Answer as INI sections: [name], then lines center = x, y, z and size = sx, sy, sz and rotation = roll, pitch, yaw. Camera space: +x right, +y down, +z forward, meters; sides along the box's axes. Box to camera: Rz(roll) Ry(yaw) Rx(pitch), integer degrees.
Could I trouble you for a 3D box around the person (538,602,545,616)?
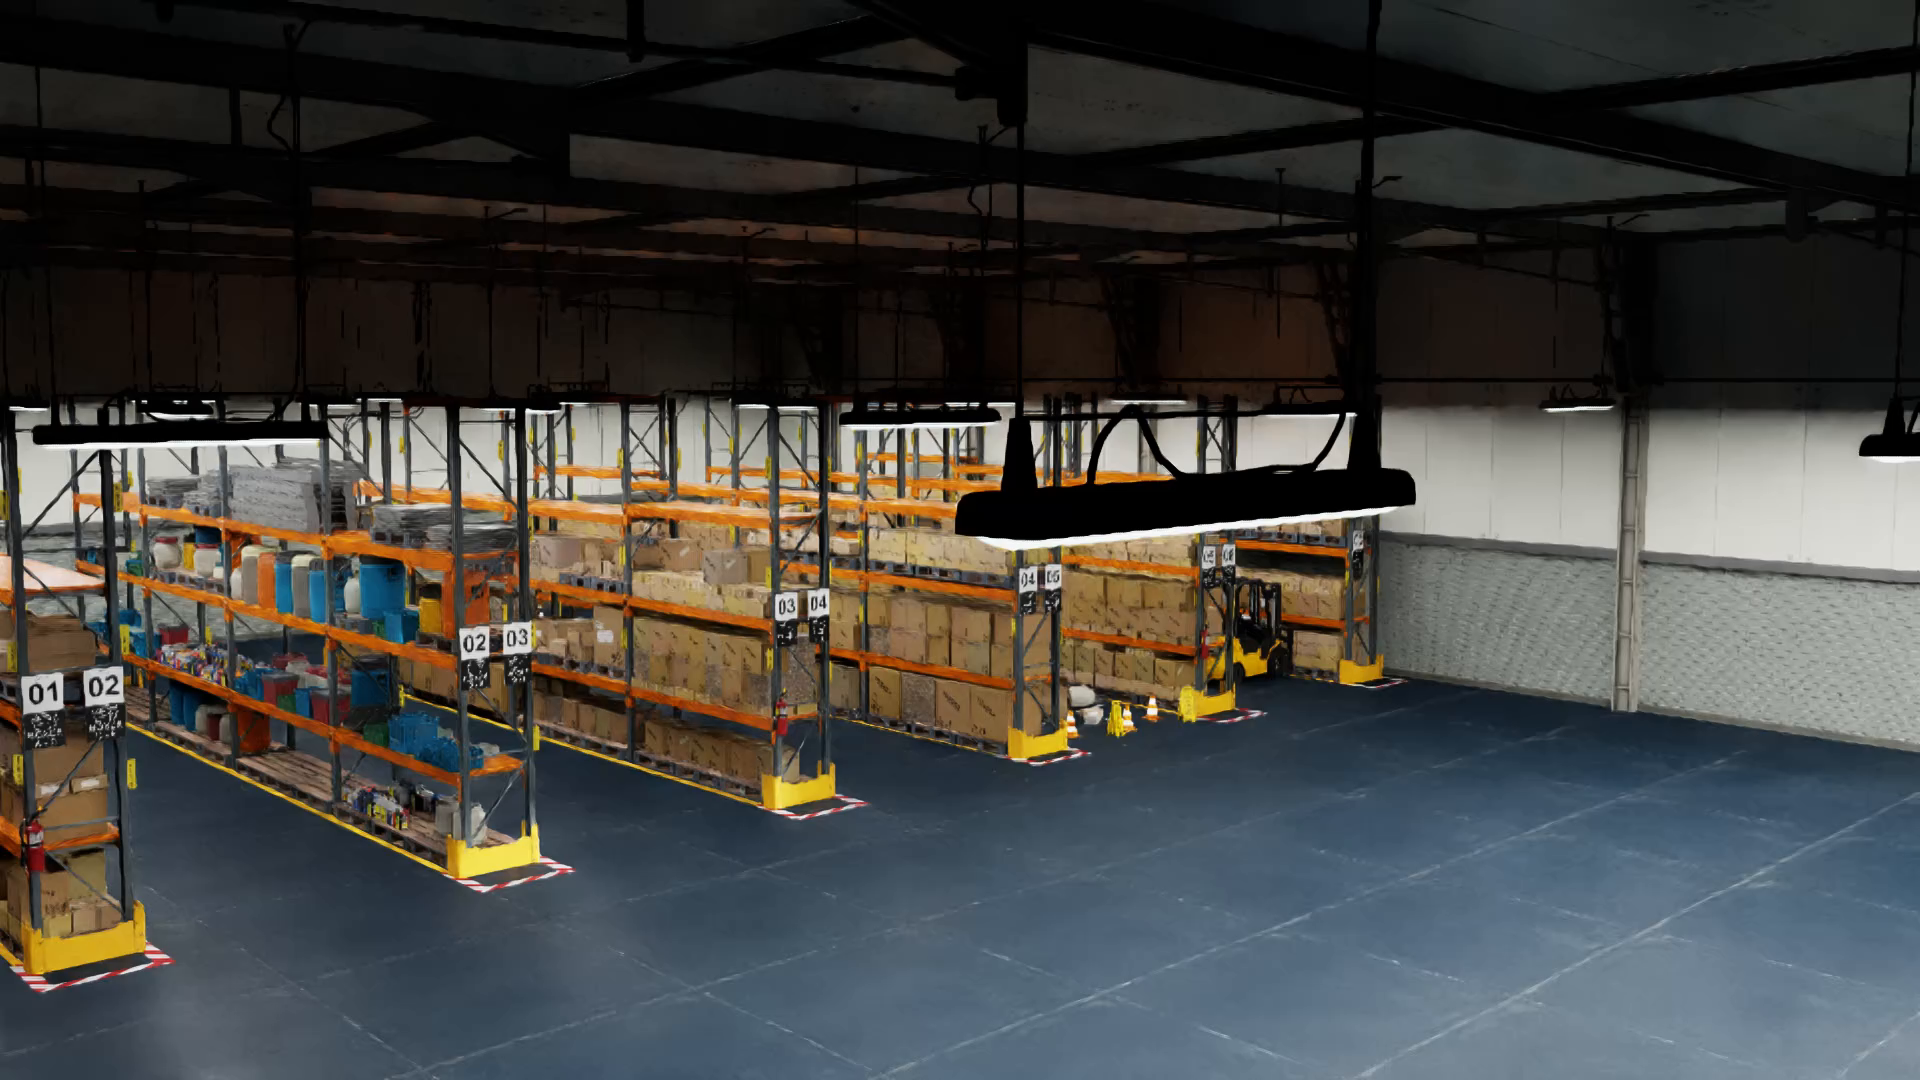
[person]
center = -8.870, 2.134, 34.590
size = 0.670, 1.734, 0.548
rotation = -5, 8, -44
